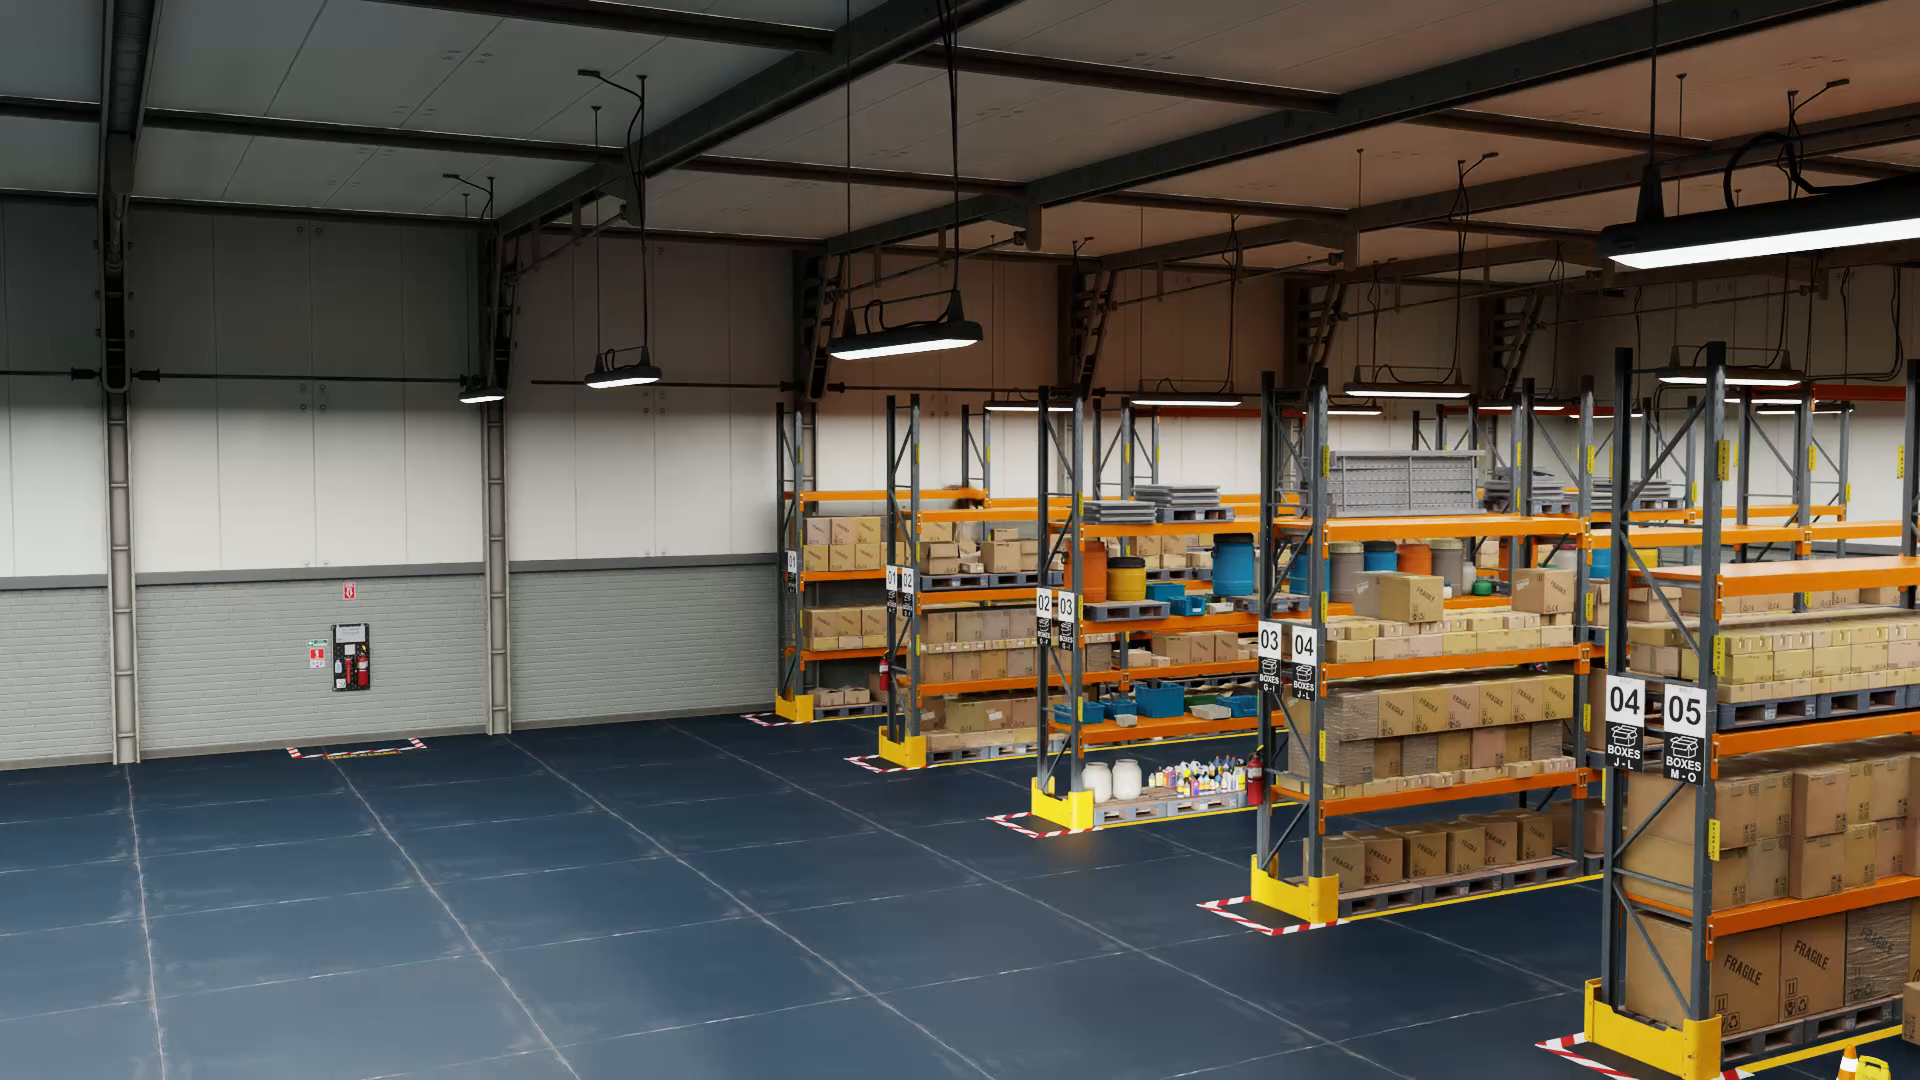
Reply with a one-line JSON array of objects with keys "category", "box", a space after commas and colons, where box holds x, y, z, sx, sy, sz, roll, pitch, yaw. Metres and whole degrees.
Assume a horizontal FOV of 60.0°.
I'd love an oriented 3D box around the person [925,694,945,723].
[{"category": "person", "box": [-0.471, 2.667, 29.423, 0.397, 1.689, 0.567, 3, 4, 40]}]
